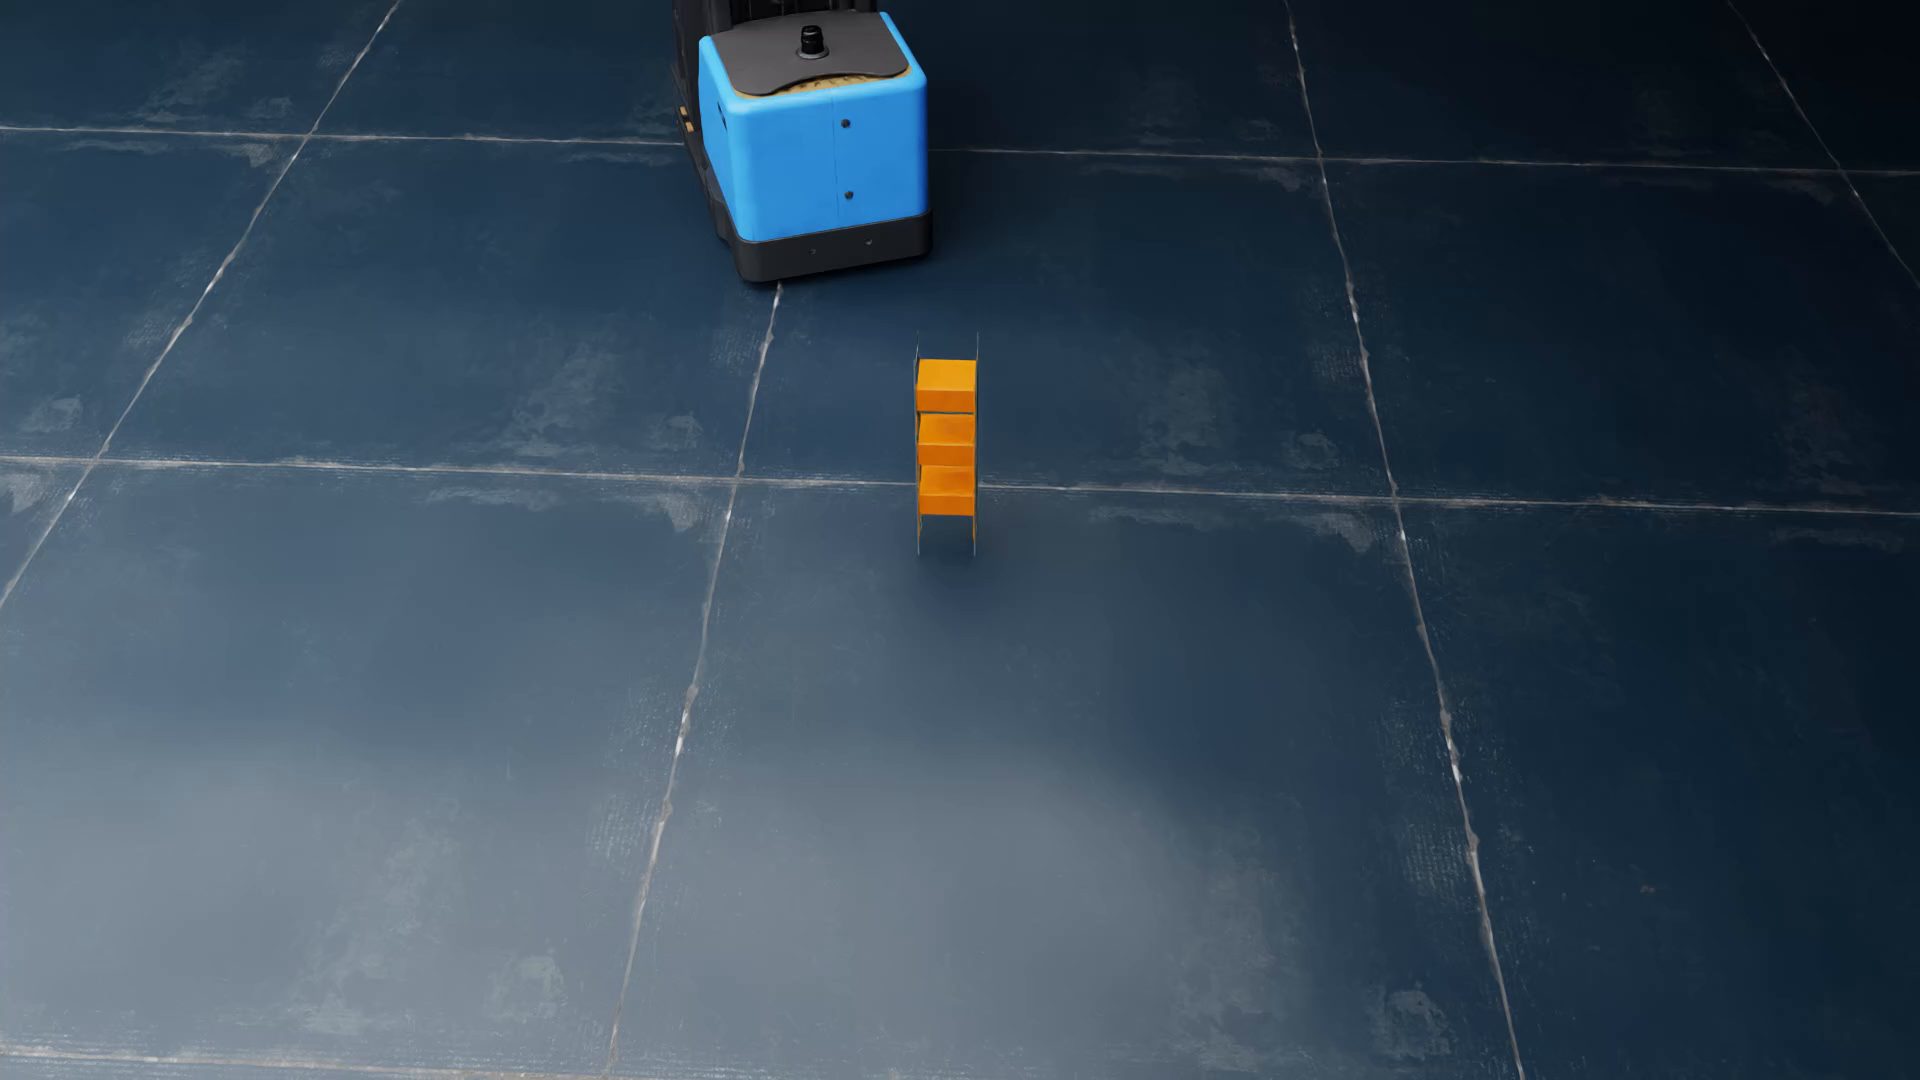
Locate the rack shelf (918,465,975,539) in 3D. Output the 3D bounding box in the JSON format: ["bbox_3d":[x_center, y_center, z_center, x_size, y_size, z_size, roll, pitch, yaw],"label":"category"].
[{"bbox_3d":[-0.053,-0.175,7.176,0.240,0.259,0.215,2,43,2],"label":"rack shelf"}]

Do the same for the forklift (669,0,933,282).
[{"bbox_3d":[-1.065,-3.438,8.876,1.130,2.935,3.031,-12,44,-12],"label":"forklift"}]

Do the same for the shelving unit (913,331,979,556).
[{"bbox_3d":[-0.053,-0.386,6.979,0.252,1.050,0.215,2,43,2],"label":"shelving unit"}]

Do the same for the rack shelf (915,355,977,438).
[{"bbox_3d":[-0.053,-0.586,6.793,0.240,0.259,0.215,2,43,2],"label":"rack shelf"}]

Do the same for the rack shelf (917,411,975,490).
[{"bbox_3d":[-0.053,-0.378,6.987,0.240,0.259,0.215,2,43,2],"label":"rack shelf"}]

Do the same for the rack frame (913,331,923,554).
[{"bbox_3d":[-0.175,-0.390,6.983,0.008,1.050,0.200,2,43,2],"label":"rack frame"}]

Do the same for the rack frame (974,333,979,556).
[{"bbox_3d":[0.068,-0.382,6.975,0.008,1.050,0.200,2,43,2],"label":"rack frame"}]
